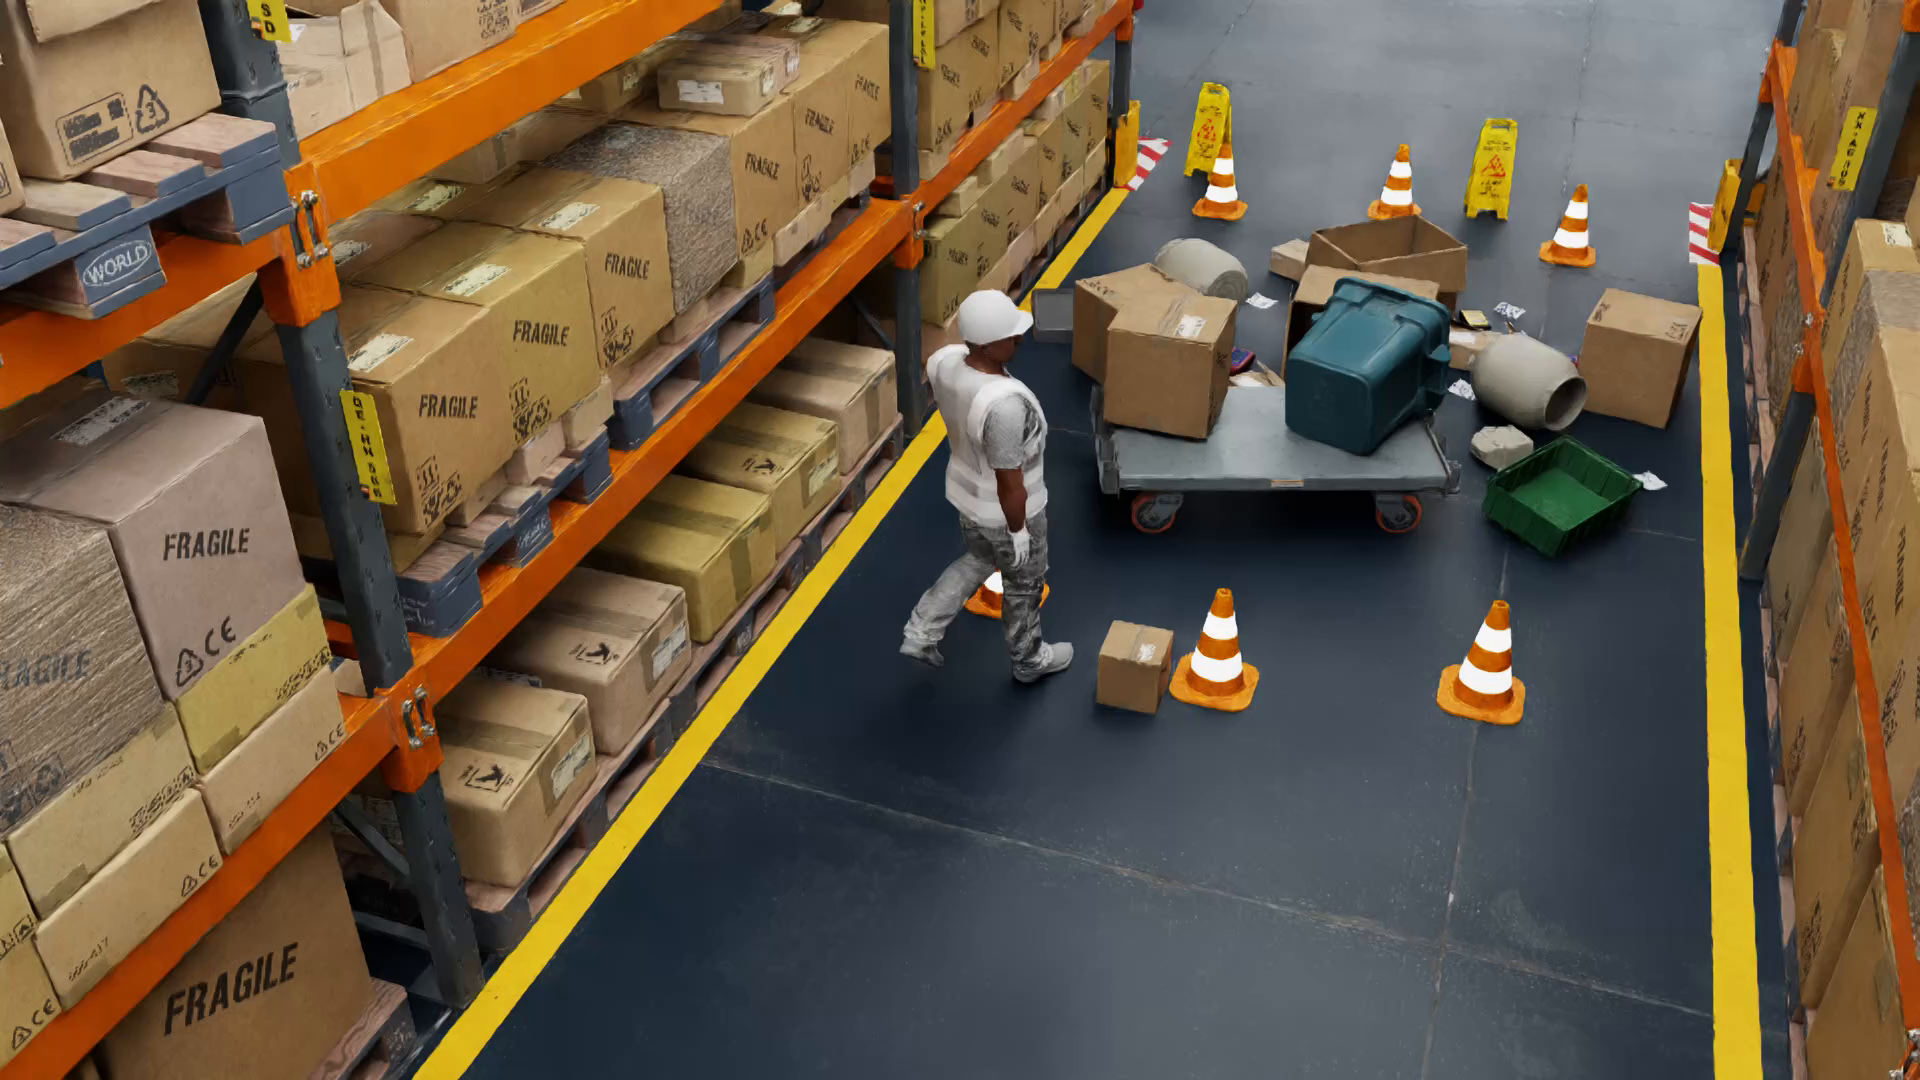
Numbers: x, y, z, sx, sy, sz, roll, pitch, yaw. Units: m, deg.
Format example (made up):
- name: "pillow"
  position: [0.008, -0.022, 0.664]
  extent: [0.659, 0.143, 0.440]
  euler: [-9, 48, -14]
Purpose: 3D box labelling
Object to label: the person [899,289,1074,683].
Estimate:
- name: "person"
  position: [0.136, -0.165, 6.363]
  extent: [0.774, 1.779, 0.592]
  euler: [-19, 37, -26]
